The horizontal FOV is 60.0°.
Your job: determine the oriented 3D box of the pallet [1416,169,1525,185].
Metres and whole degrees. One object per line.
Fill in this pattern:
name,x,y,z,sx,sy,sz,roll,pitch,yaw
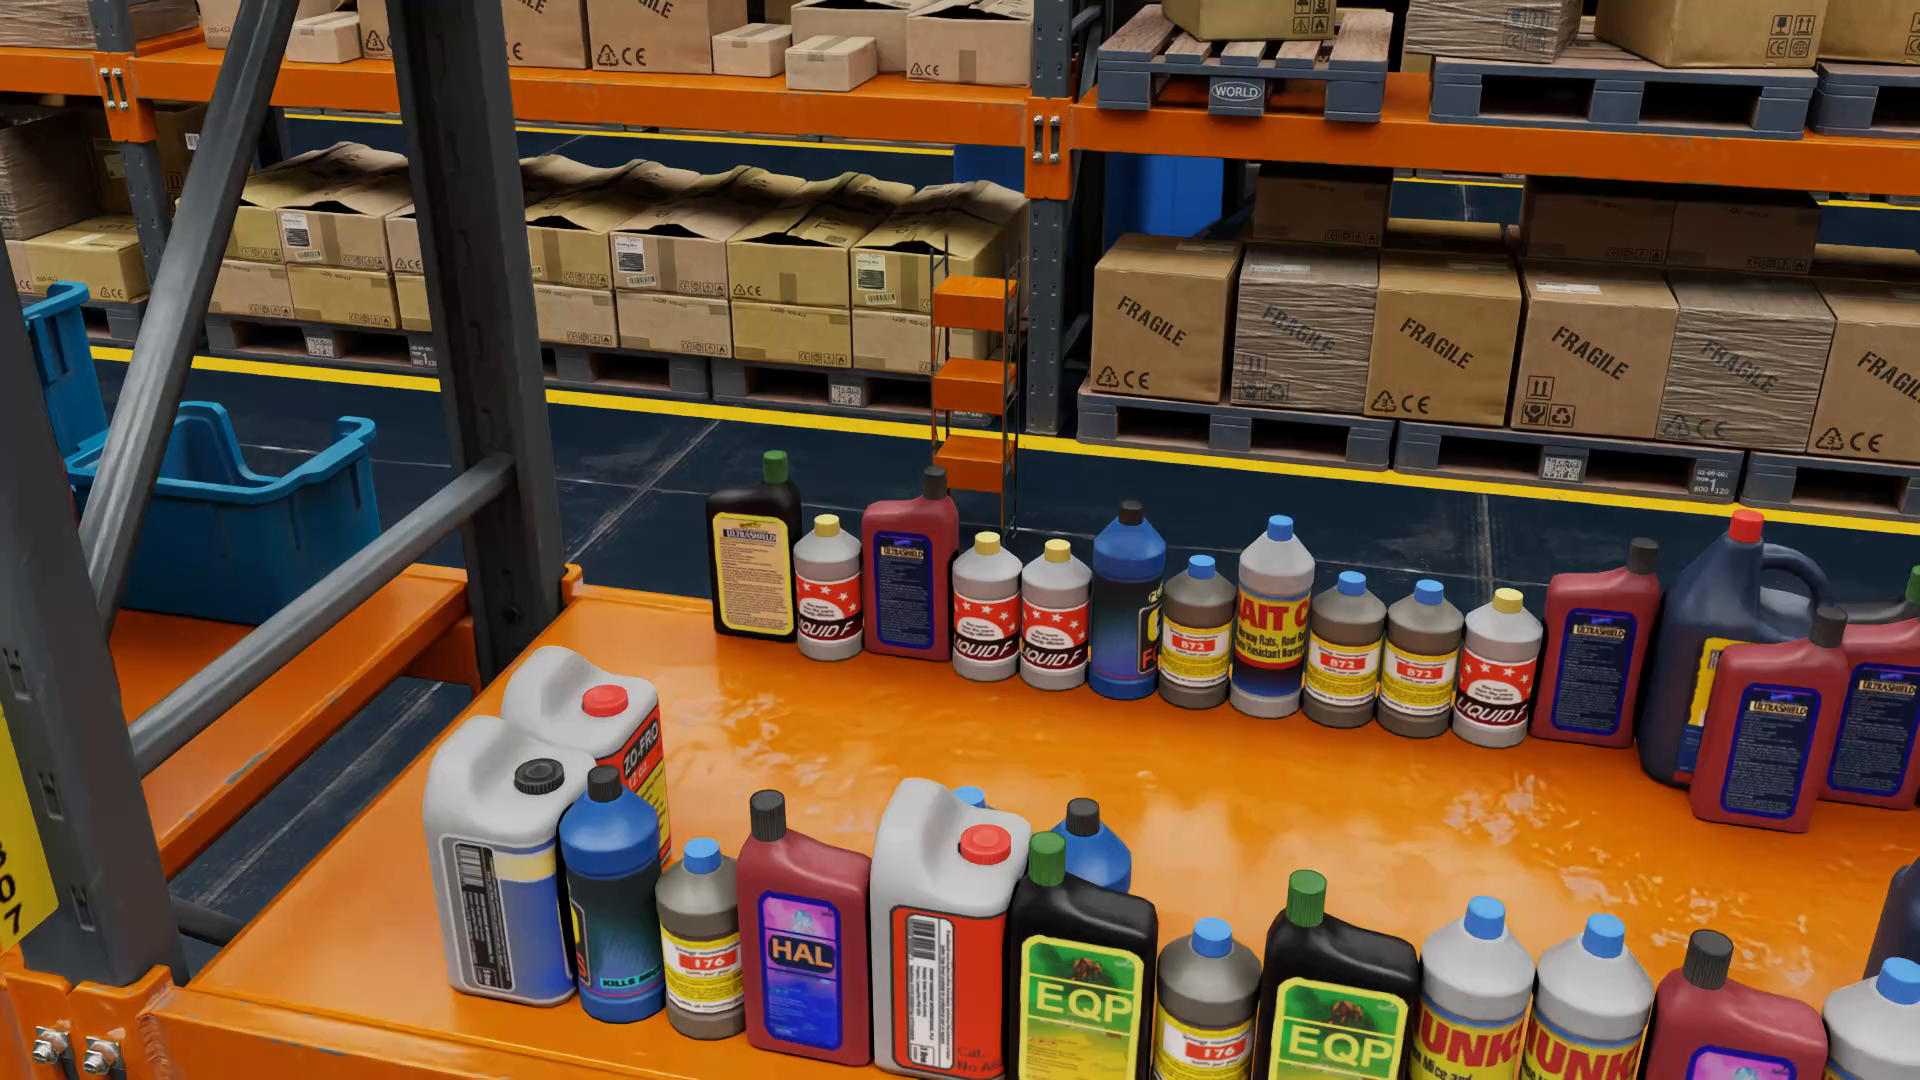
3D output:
pallet,3.599,-2.532,10.822,1.213,0.211,1.003,6,26,13

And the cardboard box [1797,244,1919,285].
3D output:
cardboard box,3.393,-0.823,6.384,0.500,0.500,0.500,7,26,14

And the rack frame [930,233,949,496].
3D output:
rack frame,-0.066,-0.481,5.540,0.008,1.050,0.200,6,26,13

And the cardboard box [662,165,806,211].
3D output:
cardboard box,-0.992,-1.463,7.391,0.500,0.311,0.500,6,26,12

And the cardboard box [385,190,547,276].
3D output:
cardboard box,-2.104,-1.346,7.146,0.500,0.311,0.500,5,26,11

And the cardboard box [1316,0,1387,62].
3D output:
cardboard box,2.356,-3.123,10.833,0.750,0.750,0.750,6,26,12

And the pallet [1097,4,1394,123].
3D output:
pallet,1.120,-1.845,6.359,1.003,0.211,1.213,6,26,13

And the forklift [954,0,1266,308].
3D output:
forklift,1.096,-2.963,8.565,1.130,2.935,3.031,13,28,25

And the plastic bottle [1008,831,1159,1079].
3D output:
plastic bottle,0.114,0.403,1.550,0.133,0.283,0.061,6,26,13

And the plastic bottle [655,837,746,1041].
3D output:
plastic bottle,-0.253,0.391,1.669,0.097,0.201,0.097,0,25,0

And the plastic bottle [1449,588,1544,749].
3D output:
plastic bottle,0.698,0.160,2.156,0.097,0.201,0.097,0,25,0

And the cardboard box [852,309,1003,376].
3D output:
cardboard box,-0.124,-0.878,6.815,0.500,0.250,0.500,7,26,14

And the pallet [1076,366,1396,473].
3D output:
pallet,1.160,-0.620,6.808,1.213,0.211,1.003,6,26,13

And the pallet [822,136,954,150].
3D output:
pallet,-0.258,-2.995,11.794,1.213,0.211,1.003,6,26,13

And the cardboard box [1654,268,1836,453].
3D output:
cardboard box,2.809,-0.661,6.044,0.500,0.500,0.500,7,26,14

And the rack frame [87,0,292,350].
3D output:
rack frame,-3.428,-2.403,7.309,0.127,3.000,1.000,6,26,13

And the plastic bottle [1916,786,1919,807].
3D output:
plastic bottle,1.266,0.165,1.970,0.185,0.351,0.144,6,26,13

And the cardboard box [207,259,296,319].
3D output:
cardboard box,-3.099,-1.205,7.502,0.500,0.250,0.500,6,26,12

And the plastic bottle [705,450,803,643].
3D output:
plastic bottle,-0.293,0.005,2.386,0.133,0.283,0.061,6,26,13

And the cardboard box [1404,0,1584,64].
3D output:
cardboard box,1.922,-2.012,5.882,0.500,0.500,0.700,11,28,23

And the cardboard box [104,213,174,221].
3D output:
cardboard box,-3.801,-1.527,8.179,0.500,0.250,0.500,6,26,13

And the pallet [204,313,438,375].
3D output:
pallet,-2.704,-1.082,7.776,1.213,0.211,1.003,6,26,13

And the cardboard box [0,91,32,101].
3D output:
cardboard box,-4.767,-1.977,8.251,0.500,0.500,0.500,6,26,13

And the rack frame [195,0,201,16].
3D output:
rack frame,-6.072,-4.894,12.541,0.127,3.000,1.000,6,26,13

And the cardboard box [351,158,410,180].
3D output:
cardboard box,-2.459,-1.628,7.737,0.500,0.311,0.500,7,26,14

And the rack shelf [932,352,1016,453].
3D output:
rack shelf,0.052,-0.459,5.517,0.240,0.259,0.215,6,26,13

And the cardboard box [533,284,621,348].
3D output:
cardboard box,-1.609,-1.041,7.157,0.500,0.250,0.500,7,26,14

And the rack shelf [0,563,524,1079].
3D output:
rack shelf,-2.728,0.197,2.683,4.000,0.370,1.077,6,26,13

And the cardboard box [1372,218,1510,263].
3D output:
cardboard box,1.912,-0.987,6.730,0.500,0.500,0.500,5,26,11

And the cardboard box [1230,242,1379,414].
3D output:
cardboard box,1.324,-0.824,6.387,0.500,0.500,0.500,5,26,11

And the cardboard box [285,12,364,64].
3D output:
cardboard box,-2.620,-2.110,6.985,0.250,0.149,0.380,6,26,13

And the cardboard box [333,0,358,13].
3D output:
cardboard box,-2.530,-2.325,7.300,0.258,0.266,0.396,6,26,12

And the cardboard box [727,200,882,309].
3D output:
cardboard box,-0.627,-1.183,6.803,0.500,0.311,0.500,6,26,12

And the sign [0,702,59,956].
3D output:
sign,-0.921,0.243,1.561,0.005,0.325,0.100,6,26,13

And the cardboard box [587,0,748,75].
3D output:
cardboard box,-1.183,-2.193,6.751,0.500,0.500,0.500,5,26,10

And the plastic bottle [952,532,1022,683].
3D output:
plastic bottle,0.038,0.087,2.309,0.097,0.201,0.097,0,25,0

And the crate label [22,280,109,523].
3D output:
crate label,-1.686,-0.148,2.531,0.616,0.435,0.502,6,26,13

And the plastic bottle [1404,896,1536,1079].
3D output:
plastic bottle,0.454,0.438,1.490,0.097,0.271,0.097,0,25,0

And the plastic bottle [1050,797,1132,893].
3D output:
plastic bottle,0.116,0.374,1.625,0.097,0.271,0.097,0,25,0

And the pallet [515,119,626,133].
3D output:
pallet,-2.857,-3.264,12.361,1.213,0.211,1.003,6,26,13

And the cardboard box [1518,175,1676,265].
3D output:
cardboard box,2.458,-1.269,6.450,0.500,0.250,0.500,6,26,12

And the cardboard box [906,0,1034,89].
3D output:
cardboard box,0.105,-1.992,6.548,0.500,0.311,0.500,8,27,16

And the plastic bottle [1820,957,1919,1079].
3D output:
plastic bottle,0.772,0.473,1.416,0.097,0.271,0.097,0,25,0

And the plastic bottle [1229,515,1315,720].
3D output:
plastic bottle,0.415,0.097,2.207,0.097,0.271,0.097,0,25,0

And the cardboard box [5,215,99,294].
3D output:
cardboard box,-4.413,-1.368,7.844,0.500,0.250,0.500,6,26,13

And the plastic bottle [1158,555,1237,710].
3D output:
plastic bottle,0.321,0.118,2.244,0.097,0.201,0.097,0,25,0

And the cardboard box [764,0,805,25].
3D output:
cardboard box,-1.053,-3.757,11.676,0.500,0.250,0.500,6,26,12

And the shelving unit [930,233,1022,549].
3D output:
shelving unit,0.052,-0.468,5.512,0.252,1.050,0.215,6,26,13
